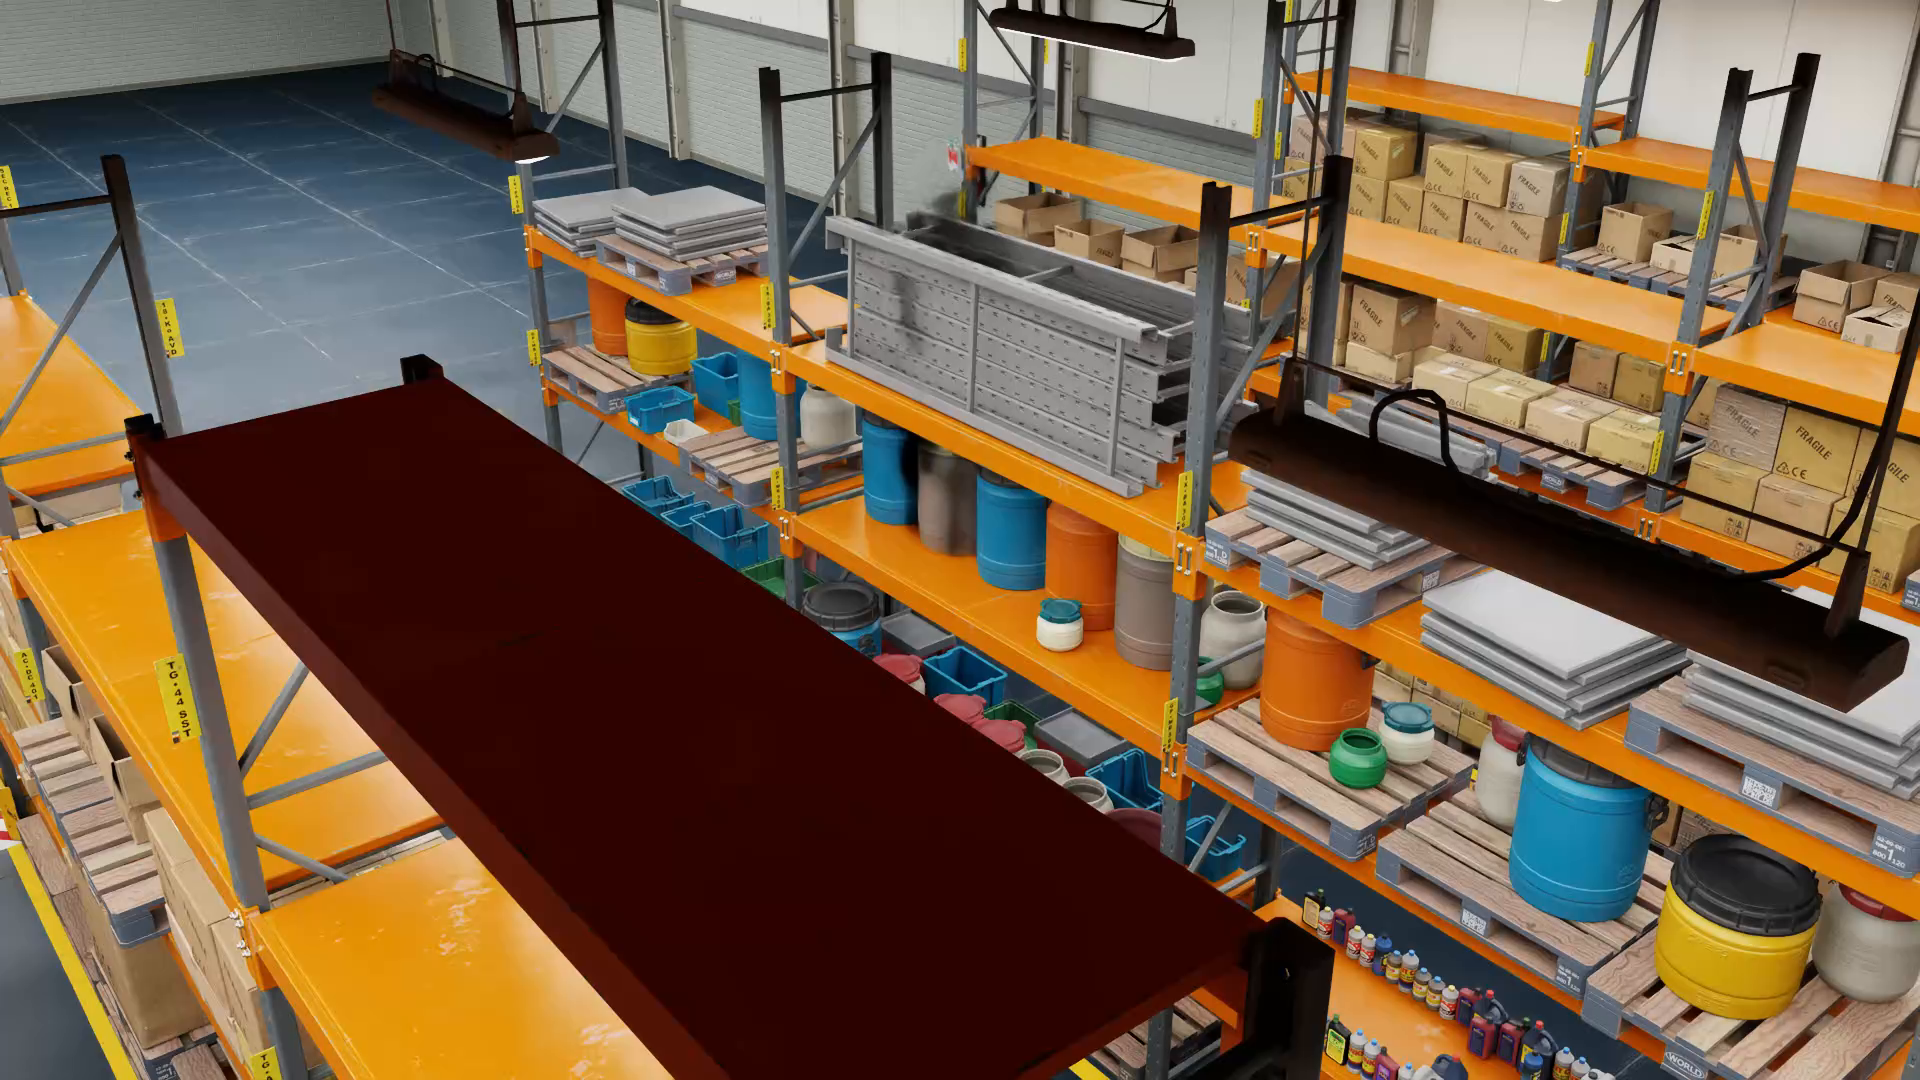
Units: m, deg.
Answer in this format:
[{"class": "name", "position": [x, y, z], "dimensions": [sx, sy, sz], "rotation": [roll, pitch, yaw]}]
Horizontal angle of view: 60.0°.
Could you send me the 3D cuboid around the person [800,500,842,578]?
[{"class": "person", "position": [-1.446, 0.022, 16.235], "dimensions": [0.577, 1.663, 0.947], "rotation": [-19, 31, -33]}]
